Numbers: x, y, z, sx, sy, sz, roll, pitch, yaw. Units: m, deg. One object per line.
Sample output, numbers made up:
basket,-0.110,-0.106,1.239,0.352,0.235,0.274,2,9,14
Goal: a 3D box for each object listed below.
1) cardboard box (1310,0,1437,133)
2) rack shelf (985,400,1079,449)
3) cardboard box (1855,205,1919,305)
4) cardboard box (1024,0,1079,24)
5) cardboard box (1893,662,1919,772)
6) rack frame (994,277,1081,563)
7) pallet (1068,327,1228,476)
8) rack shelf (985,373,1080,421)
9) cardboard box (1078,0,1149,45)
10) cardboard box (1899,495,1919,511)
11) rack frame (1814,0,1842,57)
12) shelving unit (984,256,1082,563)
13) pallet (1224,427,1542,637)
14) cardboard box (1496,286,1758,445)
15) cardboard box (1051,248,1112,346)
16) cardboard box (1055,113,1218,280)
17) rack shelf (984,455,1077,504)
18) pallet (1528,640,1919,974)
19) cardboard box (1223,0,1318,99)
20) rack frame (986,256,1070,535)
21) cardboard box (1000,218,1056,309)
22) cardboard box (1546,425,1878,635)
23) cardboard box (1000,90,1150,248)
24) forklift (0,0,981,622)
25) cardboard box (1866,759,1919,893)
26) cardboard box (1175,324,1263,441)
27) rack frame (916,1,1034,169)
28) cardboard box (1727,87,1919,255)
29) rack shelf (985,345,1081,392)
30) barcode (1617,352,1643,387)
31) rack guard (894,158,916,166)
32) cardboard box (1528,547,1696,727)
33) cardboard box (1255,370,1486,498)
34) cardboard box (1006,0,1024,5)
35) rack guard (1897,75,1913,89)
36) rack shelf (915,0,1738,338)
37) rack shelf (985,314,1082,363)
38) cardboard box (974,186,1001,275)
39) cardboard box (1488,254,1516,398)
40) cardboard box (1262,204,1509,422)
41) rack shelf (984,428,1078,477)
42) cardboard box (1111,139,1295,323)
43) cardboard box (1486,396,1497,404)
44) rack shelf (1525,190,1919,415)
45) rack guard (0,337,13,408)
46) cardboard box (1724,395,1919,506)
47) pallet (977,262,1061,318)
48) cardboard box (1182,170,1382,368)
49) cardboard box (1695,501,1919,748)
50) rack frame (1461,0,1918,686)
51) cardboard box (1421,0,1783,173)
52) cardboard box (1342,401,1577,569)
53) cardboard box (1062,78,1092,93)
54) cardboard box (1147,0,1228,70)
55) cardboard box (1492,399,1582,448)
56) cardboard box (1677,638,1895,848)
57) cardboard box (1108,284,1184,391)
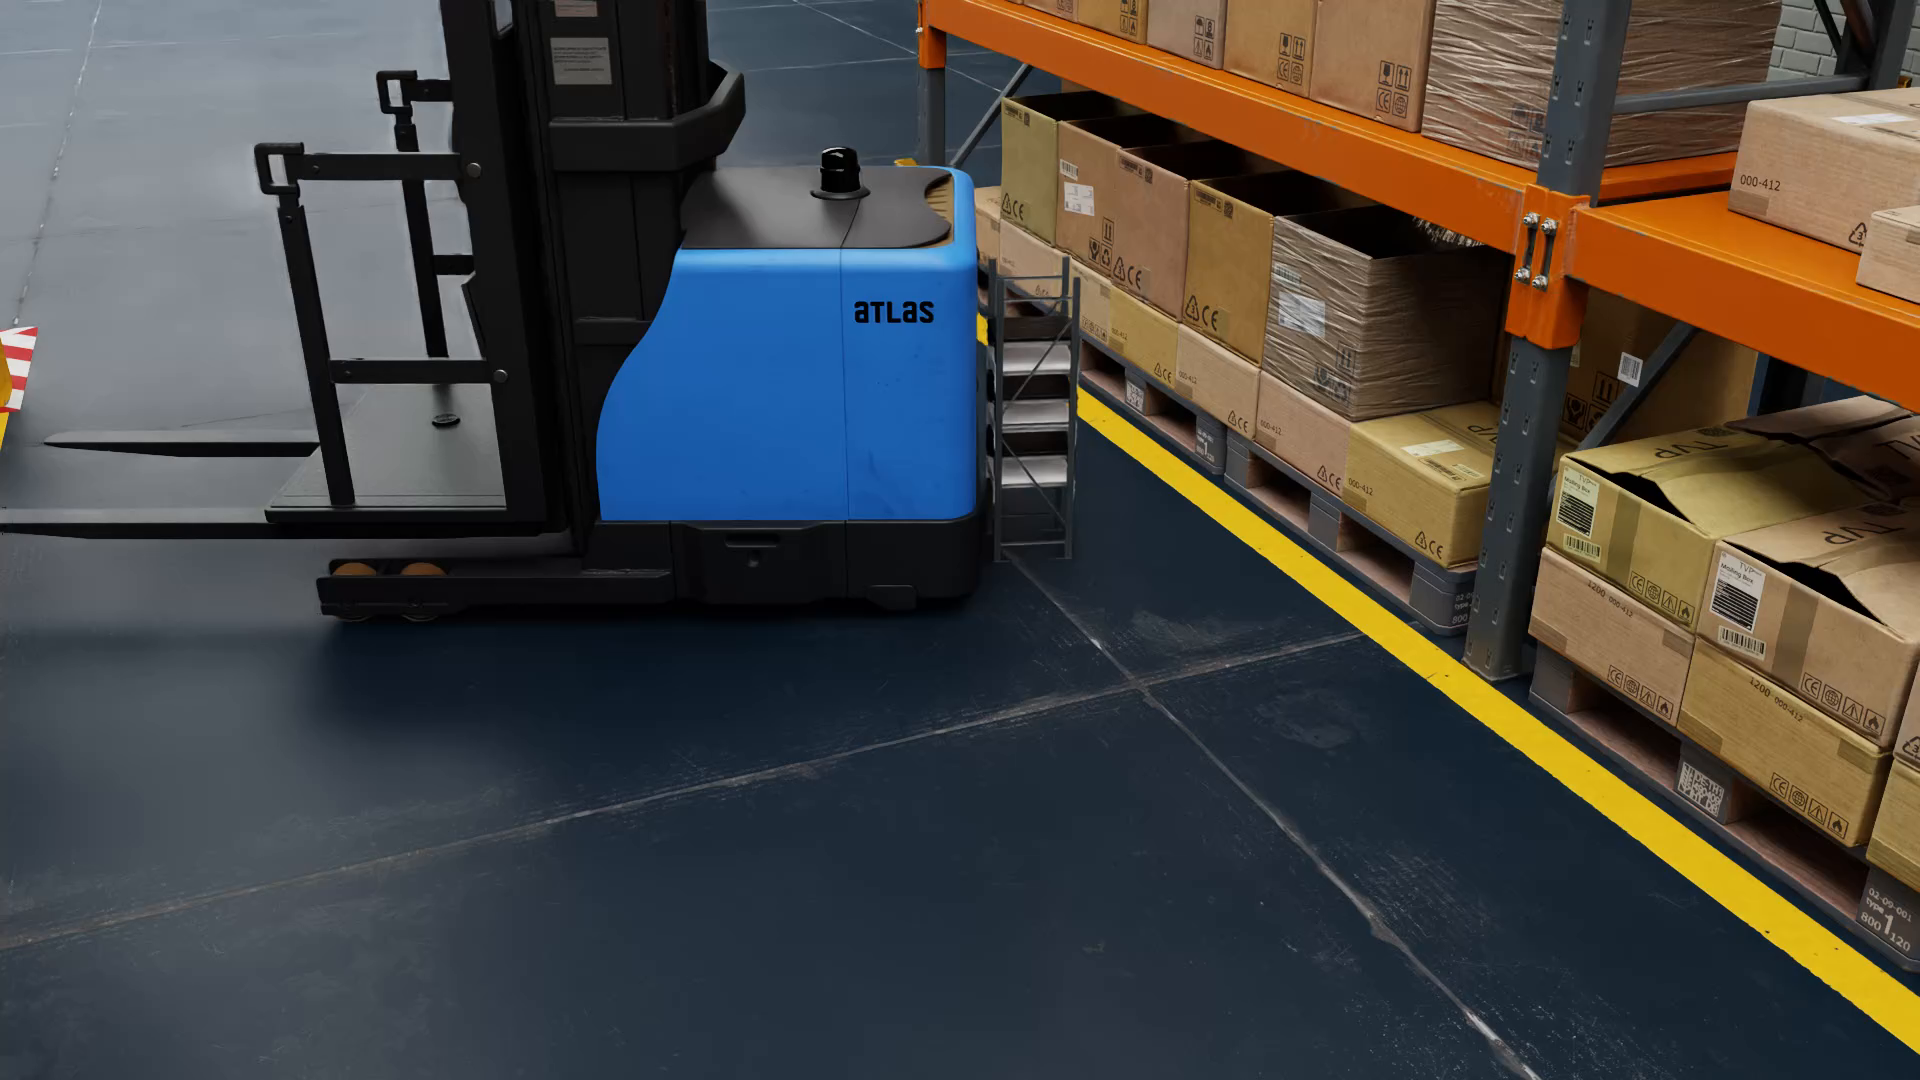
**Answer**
cardboard box,1.465,-1.504,4.798,0.700,0.500,0.500,-11,28,-21
rack shelf,0.214,-0.354,5.024,0.258,0.077,0.200,-2,26,-5
cardboard box,2.016,-0.563,3.272,0.380,0.149,0.250,-11,28,-21
cardboard box,0.671,-2.327,6.483,0.700,0.500,0.500,-10,28,-19
cardboard box,2.184,0.347,3.137,0.500,0.311,0.500,-12,28,-22
rack frame,0.224,-0.339,4.918,0.240,0.900,0.006,-2,26,-5
pallet,1.102,-0.638,6.315,1.003,0.211,1.213,-11,28,-21
rack shelf,0.214,-0.434,4.985,0.258,0.077,0.200,-2,26,-5
cardboard box,0.860,-2.126,6.071,0.700,0.500,0.500,-10,28,-20
cardboard box,2.489,0.049,3.747,0.500,0.311,0.500,-10,28,-19
rack frame,4.847,-3.537,9.075,1.000,3.000,0.127,-11,28,-21
shelving unit,0.214,-0.384,5.009,0.258,0.900,0.210,-2,26,-5
pallet,1.584,-0.144,5.305,1.003,0.211,1.213,-11,28,-21
cardboard box,1.963,-0.600,4.861,0.500,0.500,0.500,-11,28,-21
cardboard box,0.690,-0.979,6.492,0.500,0.250,0.500,-11,28,-21
cardboard box,0.701,-1.318,6.332,0.500,0.500,0.500,-11,28,-21
rack shelf,0.214,-0.192,5.103,0.258,0.077,0.200,-2,26,-5
pallet,2.181,0.475,4.037,1.003,0.211,1.213,-11,28,-21
cardboard box,1.272,-1.707,5.214,0.700,0.500,0.500,-10,28,-20
rack frame,0.204,-0.428,5.100,0.240,0.900,0.006,-2,26,-5
cardboard box,0.495,-1.181,6.906,0.500,0.250,0.500,-11,28,-21
cardboard box,1.789,-0.065,3.980,0.500,0.311,0.500,-10,28,-20
cardboard box,0.493,-1.518,6.741,0.500,0.500,0.500,-11,28,-21
forklift,-1.458,-1.314,4.602,3.031,2.935,1.130,0,26,0
cardboard box,2.191,0.598,3.261,0.500,0.250,0.500,-11,28,-22
cardboard box,1.078,-0.575,5.664,0.500,0.250,0.500,-11,28,-21
rack frame,0.290,-2.684,7.328,1.000,3.000,0.127,-11,28,-21
cardboard box,2.090,-0.811,3.662,0.500,0.250,0.500,-9,27,-17
rack shelf,0.214,-0.515,4.945,0.258,0.077,0.200,-2,26,-5
barcode,1.573,-0.401,3.905,0.001,0.075,0.075,-11,28,-21
rack guard,0.281,-1.570,7.897,1.175,0.500,0.348,-11,28,-21
cardboard box,1.787,0.183,4.111,0.500,0.250,0.500,-11,28,-22
cardboard box,1.287,-0.376,5.256,0.500,0.250,0.500,-11,28,-21
cardboard box,0.461,-2.538,6.916,0.700,0.500,0.500,-11,28,-21
rack guard,4.876,-2.383,9.560,1.175,0.500,0.348,-11,28,-21
rack shelf,1.073,-1.553,5.833,1.077,0.370,4.000,-11,28,-21
rack shelf,0.214,-0.596,4.906,0.258,0.077,0.200,-2,26,-5
cardboard box,0.295,-1.382,7.318,0.500,0.250,0.500,-11,28,-21
cardboard box,1.760,-0.801,5.272,0.500,0.500,0.500,-11,28,-21
cardboard box,1.289,-0.713,5.092,0.500,0.500,0.500,-11,28,-21
rack shelf,0.214,-0.273,5.064,0.258,0.077,0.200,-2,26,-5
cardboard box,0.880,-1.113,5.912,0.500,0.500,0.500,-11,28,-21
cardboard box,1.763,-0.464,5.438,0.500,0.250,0.500,-11,28,-21
rack shelf,2.640,0.061,2.525,1.077,0.370,4.000,-11,28,-21
rack guard,-4.196,-0.689,6.091,1.175,0.500,0.348,-11,28,-21
cardboard box,2.279,-0.160,4.175,0.500,0.311,0.500,-11,28,-21
pallet,0.628,-1.129,7.323,1.003,0.211,1.213,-11,28,-21
cardboard box,1.090,-0.914,5.504,0.500,0.500,0.500,-11,28,-21
cardboard box,1.980,0.138,3.564,0.500,0.311,0.500,-11,28,-21
rack frame,1.857,-1.069,4.021,1.000,3.000,0.127,-11,28,-21
cardboard box,1.677,-1.292,4.364,0.700,0.500,0.500,-11,28,-22
cardboard box,1.474,-0.172,4.839,0.500,0.250,0.500,-11,28,-21
cardboard box,0.774,-1.809,7.336,0.500,0.500,0.500,-11,28,-21
cardboard box,1.070,-1.914,5.637,0.700,0.500,0.500,-10,28,-19
cardboard box,1.954,-0.262,5.022,0.500,0.250,0.500,-11,28,-21
cardboard box,1.986,0.390,3.688,0.500,0.250,0.500,-10,28,-19
cardboard box,0.881,-0.777,6.077,0.500,0.250,0.500,-11,28,-21
